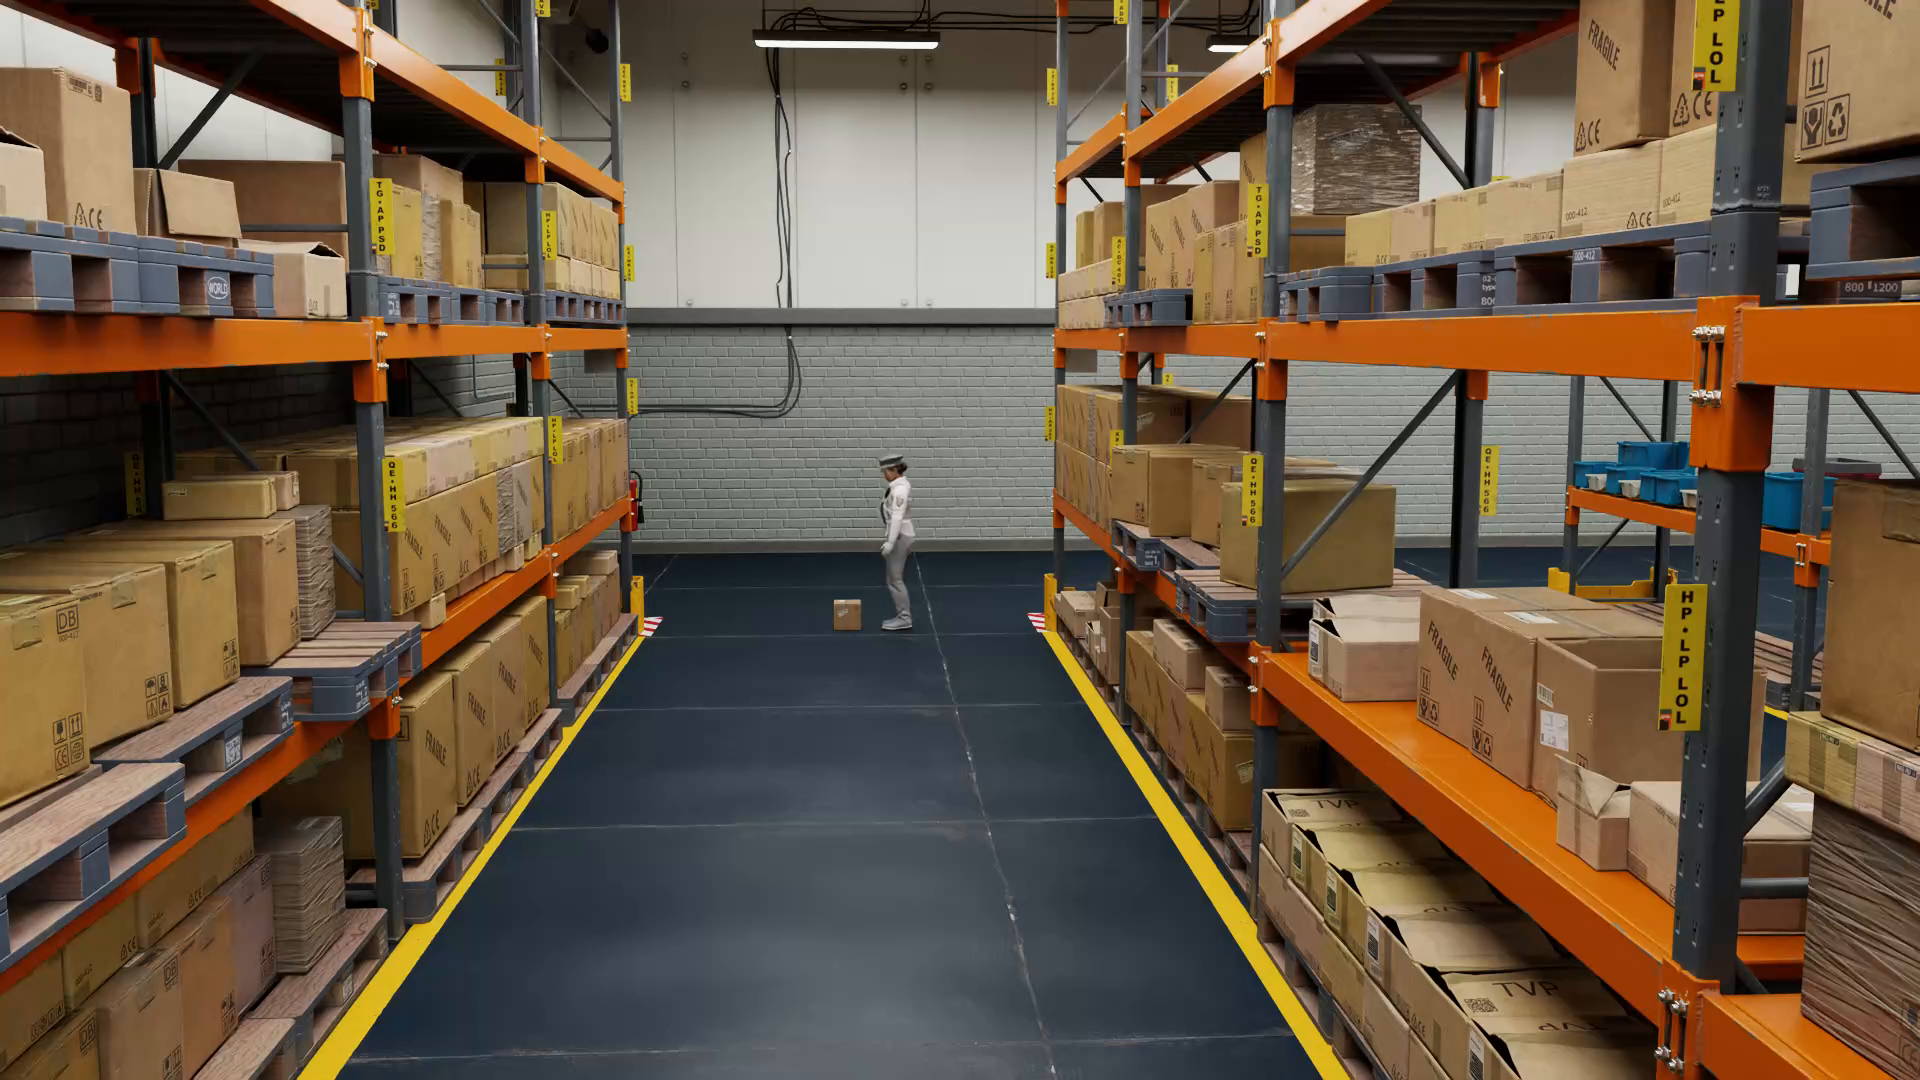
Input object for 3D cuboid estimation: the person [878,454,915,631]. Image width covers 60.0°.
[{"bbox_3d":[-0.598,0.019,15.674,0.352,1.658,0.479,0,7,-3],"label":"person"}]
